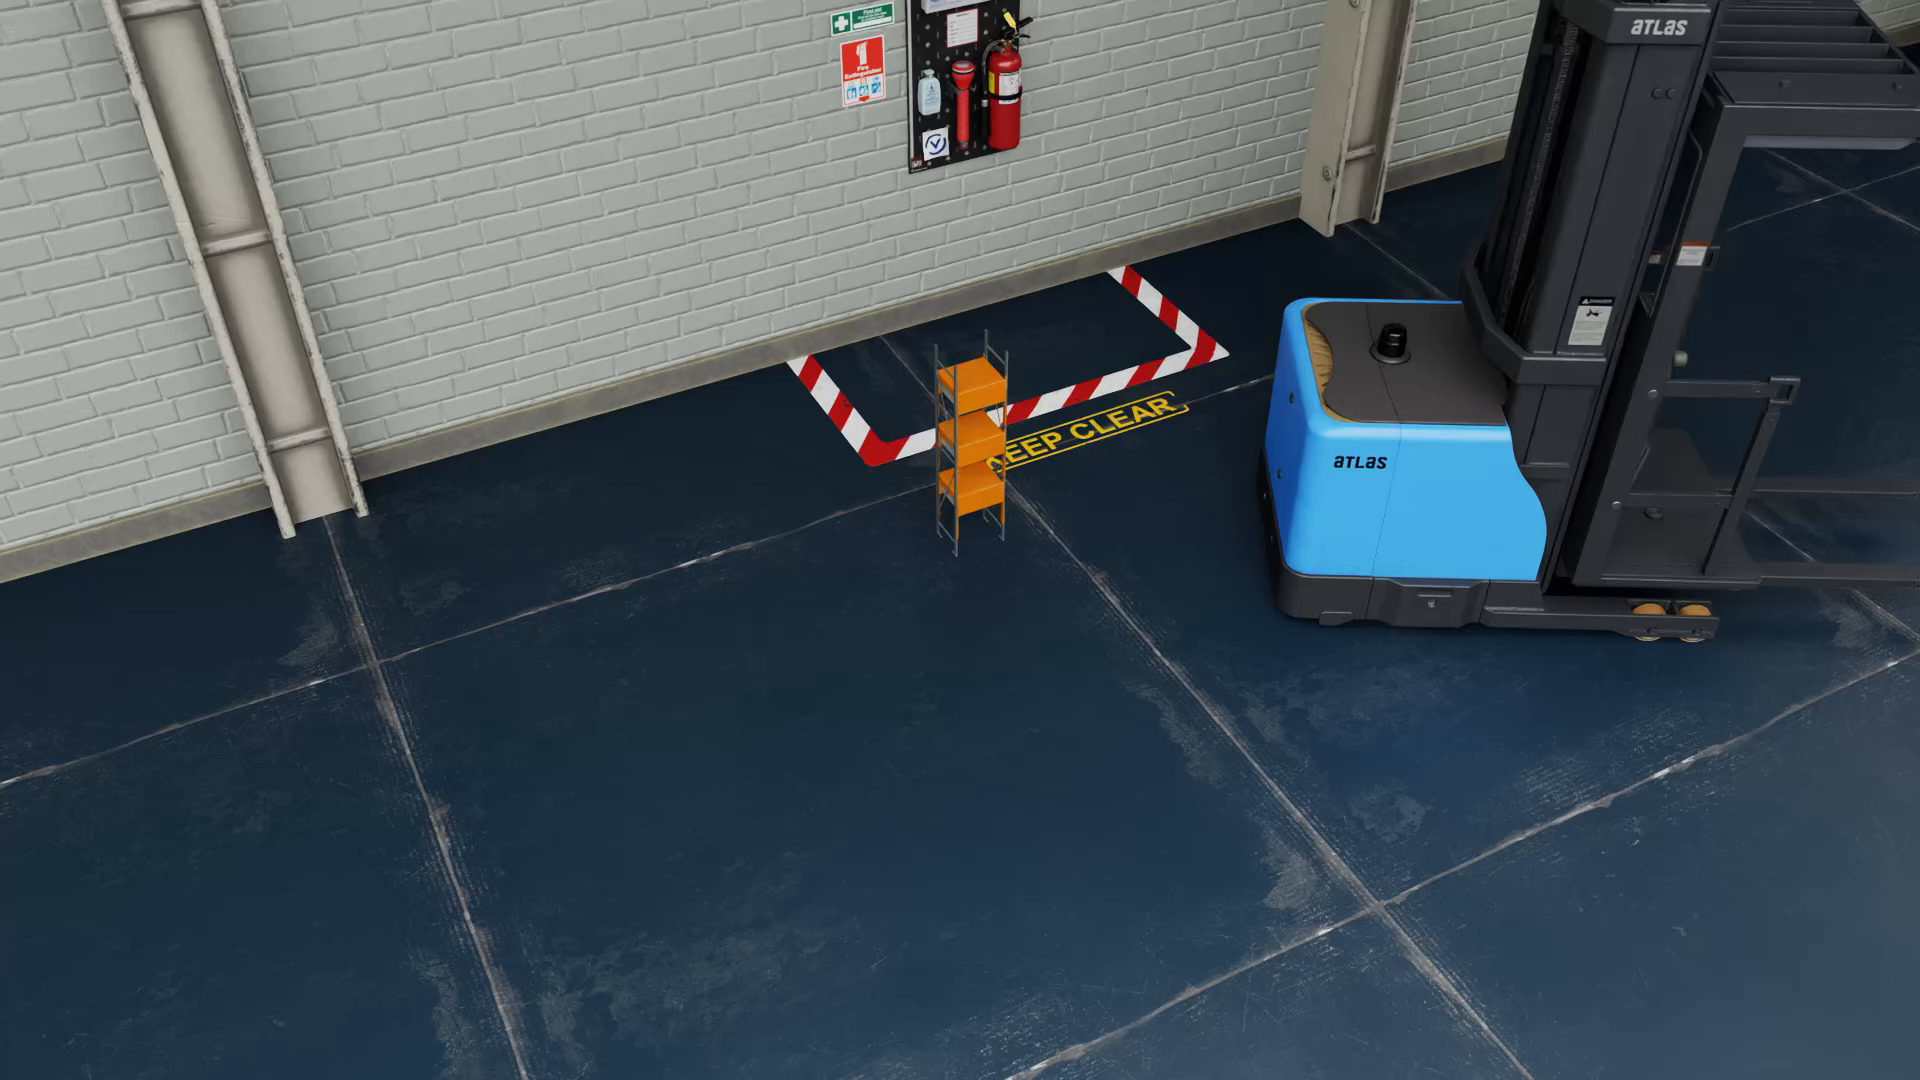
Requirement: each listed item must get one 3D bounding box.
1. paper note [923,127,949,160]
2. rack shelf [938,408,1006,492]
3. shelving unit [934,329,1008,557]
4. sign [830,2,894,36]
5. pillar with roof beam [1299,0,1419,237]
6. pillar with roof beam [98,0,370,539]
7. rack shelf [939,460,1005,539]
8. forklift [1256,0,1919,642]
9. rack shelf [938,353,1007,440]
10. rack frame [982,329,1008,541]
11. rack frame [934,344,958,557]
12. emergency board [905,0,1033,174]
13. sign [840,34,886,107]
[{"bbox_3d":[-0.122,-2.022,8.488,0.142,0.148,0.016,-19,44,-21],"label":"paper note"},{"bbox_3d":[0.047,-0.409,7.425,0.240,0.259,0.215,-19,44,-21],"label":"rack shelf"},{"bbox_3d":[0.047,-0.417,7.419,0.252,1.050,0.215,-19,44,-21],"label":"shelving unit"},{"bbox_3d":[-0.463,-2.478,7.907,0.331,0.109,0.001,-19,44,-21],"label":"sign"},{"bbox_3d":[4.265,-2.910,4.212,0.400,9.000,9.100,-19,44,-21],"label":"pillar with roof beam"},{"bbox_3d":[-1.056,-1.120,2.097,0.400,9.000,9.100,-19,44,-21],"label":"pillar with roof beam"},{"bbox_3d":[0.047,-0.196,7.605,0.240,0.259,0.215,-19,44,-21],"label":"rack shelf"},{"bbox_3d":[2.913,-1.028,6.685,3.031,2.935,1.130,1,40,2],"label":"forklift"},{"bbox_3d":[0.047,-0.625,7.242,0.240,0.259,0.215,-19,44,-21],"label":"rack shelf"},{"bbox_3d":[0.156,-0.453,7.462,0.008,1.050,0.200,-19,44,-21],"label":"rack frame"},{"bbox_3d":[-0.061,-0.380,7.376,0.008,1.050,0.200,-19,44,-21],"label":"rack frame"},{"bbox_3d":[0.067,-2.372,8.219,0.643,1.169,0.194,-19,44,-21],"label":"emergency board"},{"bbox_3d":[-0.471,-2.279,8.082,0.234,0.329,0.001,-19,44,-21],"label":"sign"}]
